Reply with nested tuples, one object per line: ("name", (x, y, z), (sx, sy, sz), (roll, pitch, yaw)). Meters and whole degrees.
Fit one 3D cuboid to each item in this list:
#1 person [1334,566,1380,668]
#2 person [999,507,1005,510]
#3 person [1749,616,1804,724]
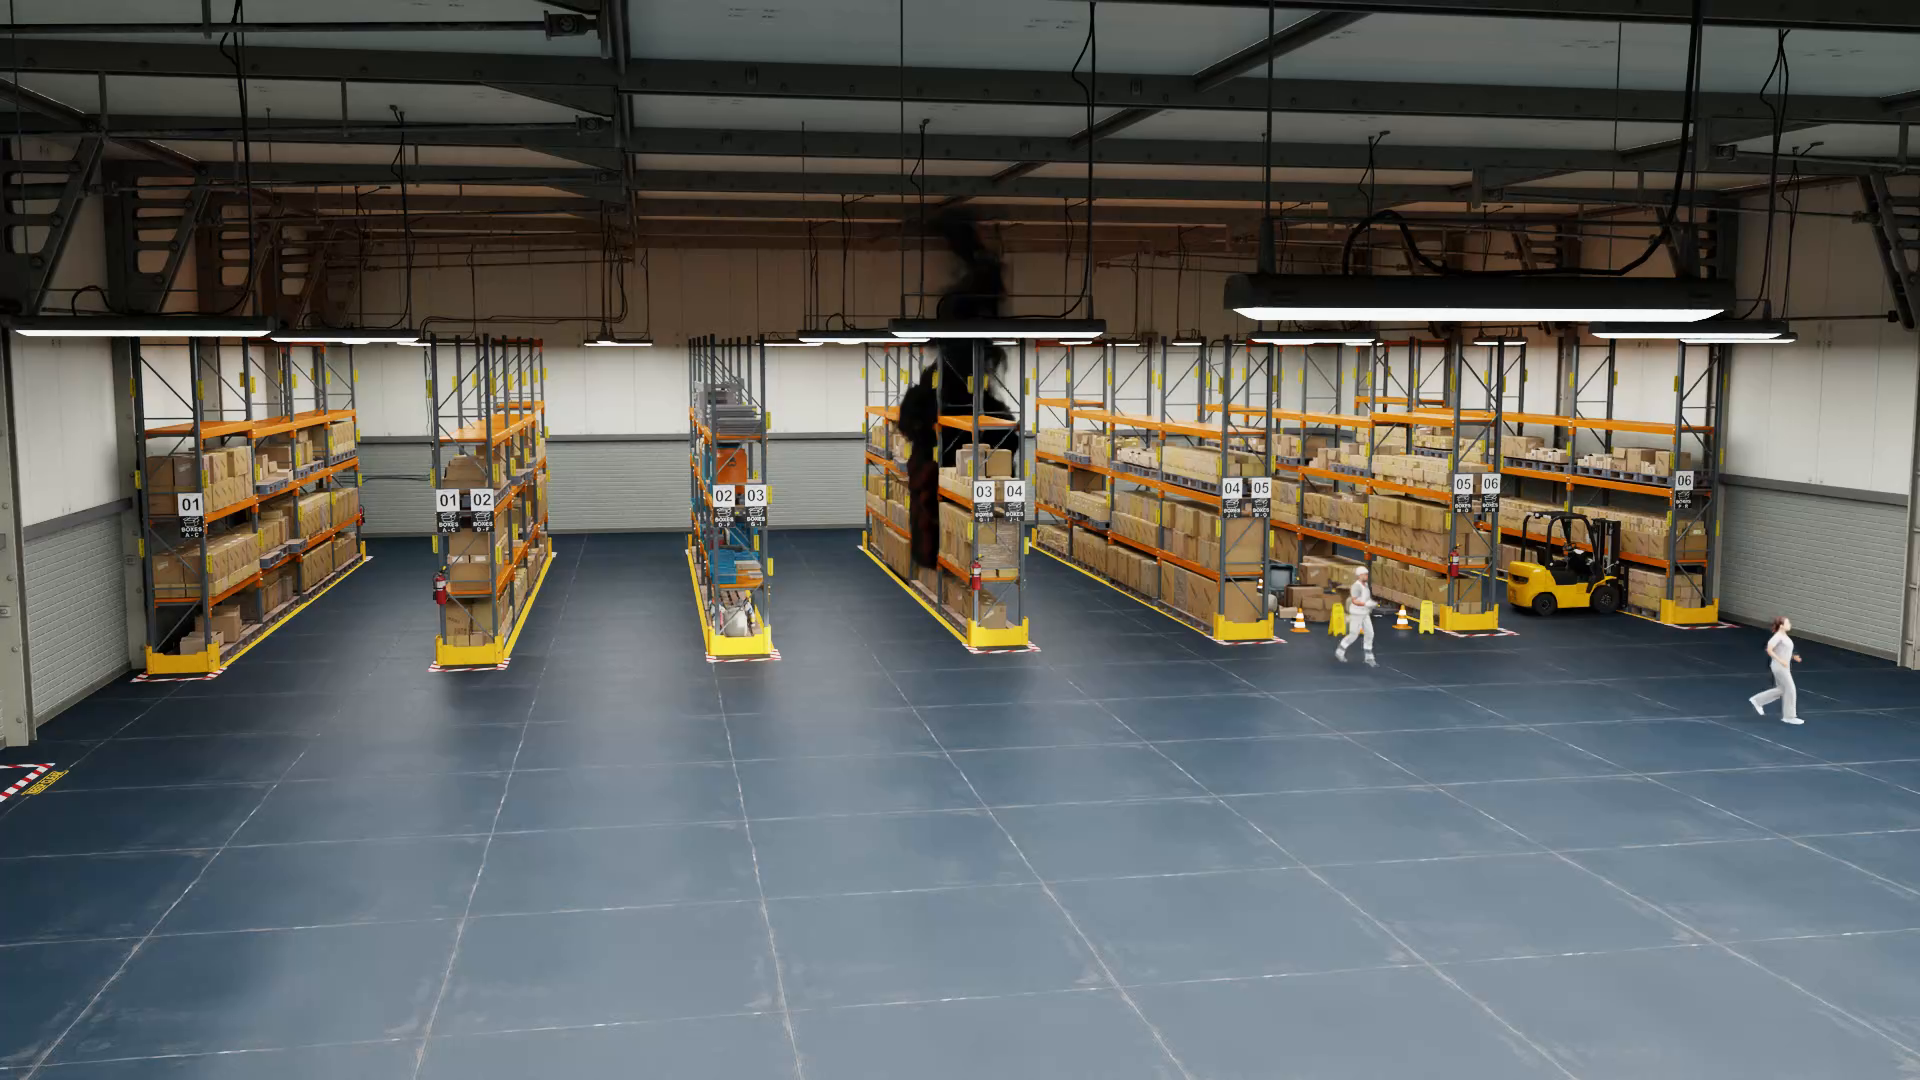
("person", (7.215, 1.386, 30.122), (0.821, 1.840, 0.683), (5, 8, 37))
("person", (1.362, -0.388, 46.153), (0.713, 1.738, 0.919), (0, 7, -2))
("person", (12.563, 1.976, 25.528), (0.797, 1.654, 0.576), (4, 8, 34))
